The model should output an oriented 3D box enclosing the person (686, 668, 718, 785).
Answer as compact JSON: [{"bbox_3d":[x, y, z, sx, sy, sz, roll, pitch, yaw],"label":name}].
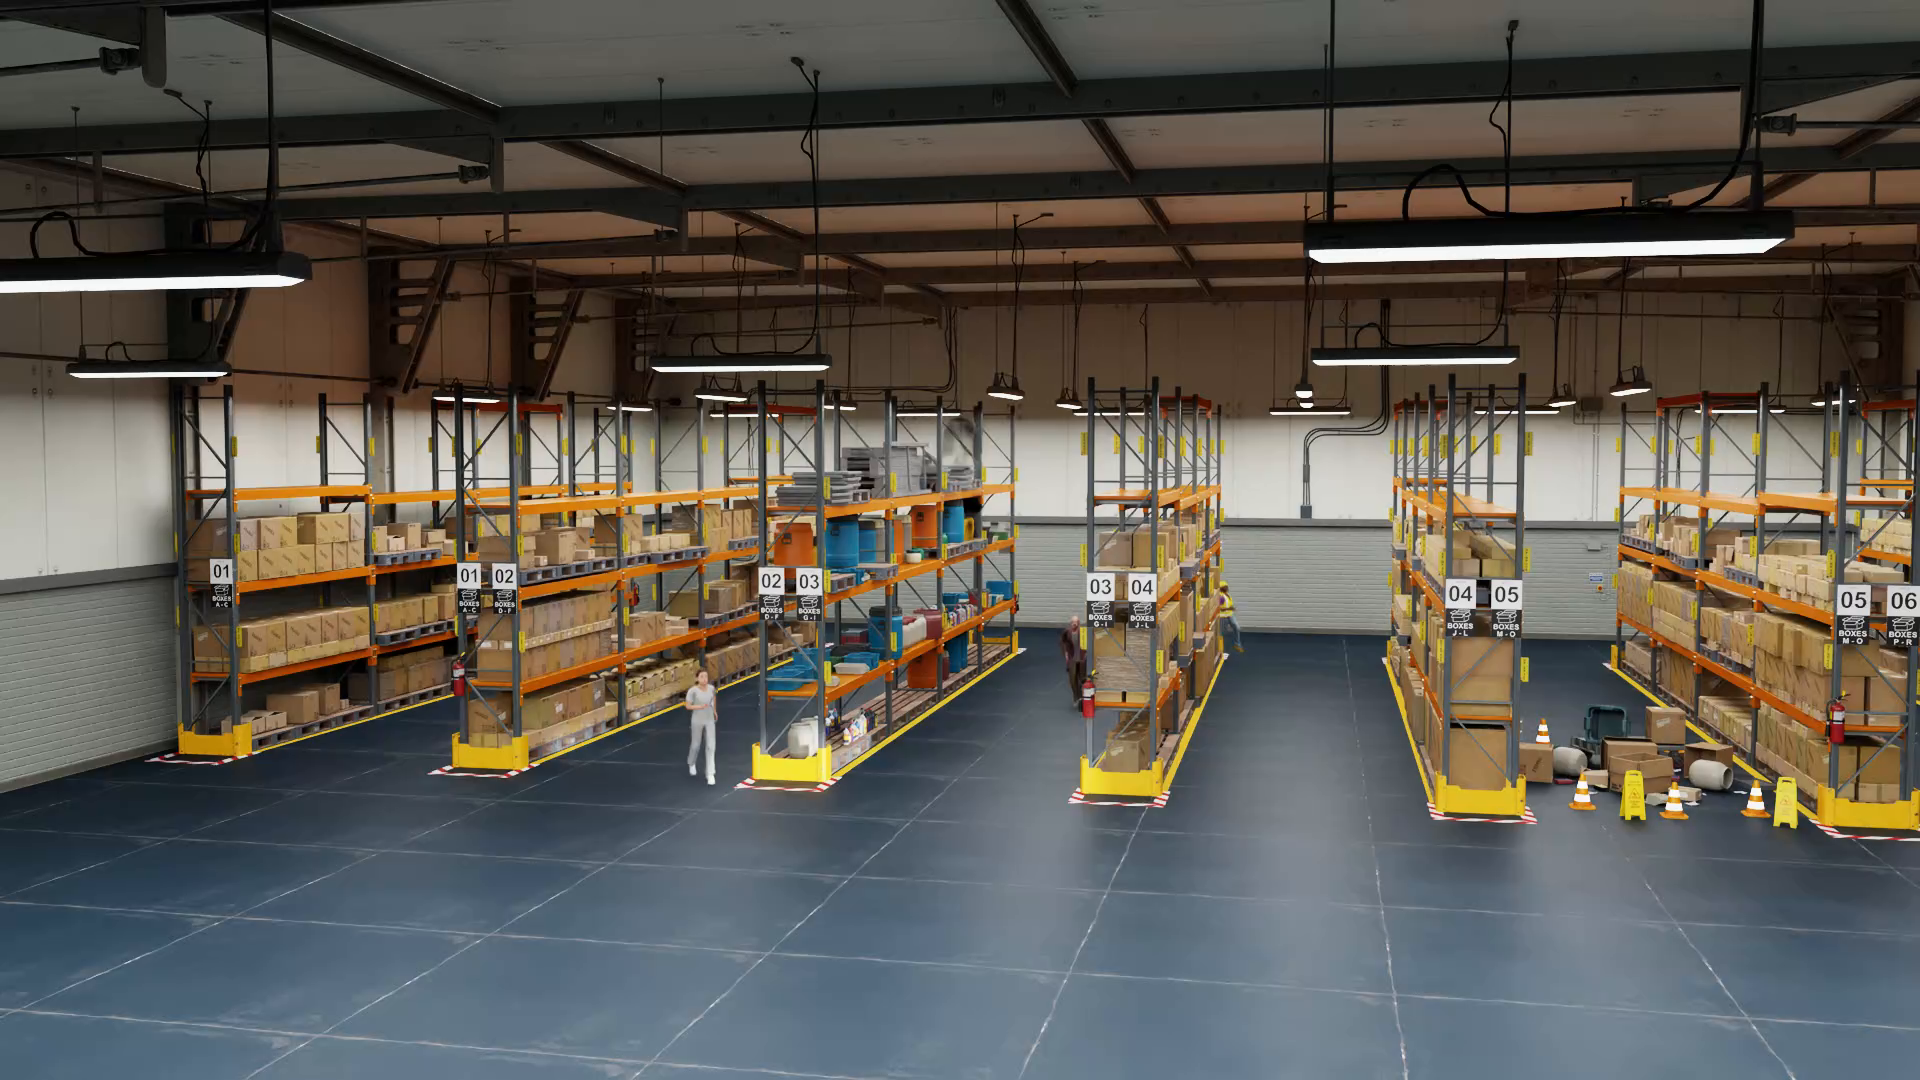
[{"bbox_3d":[-3.861,2.748,24.854,0.552,1.675,0.948,-2,4,-26],"label":"person"}]

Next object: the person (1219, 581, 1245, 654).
[{"bbox_3d":[6.457,1.865,40.282,0.832,1.760,0.703,3,4,40],"label":"person"}]

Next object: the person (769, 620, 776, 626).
[{"bbox_3d":[-4.949,1.715,43.143,0.740,1.825,0.636,1,3,22],"label":"person"}]

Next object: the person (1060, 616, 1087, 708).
[{"bbox_3d":[2.297,2.345,32.407,0.719,1.770,0.972,1,3,13],"label":"person"}]
